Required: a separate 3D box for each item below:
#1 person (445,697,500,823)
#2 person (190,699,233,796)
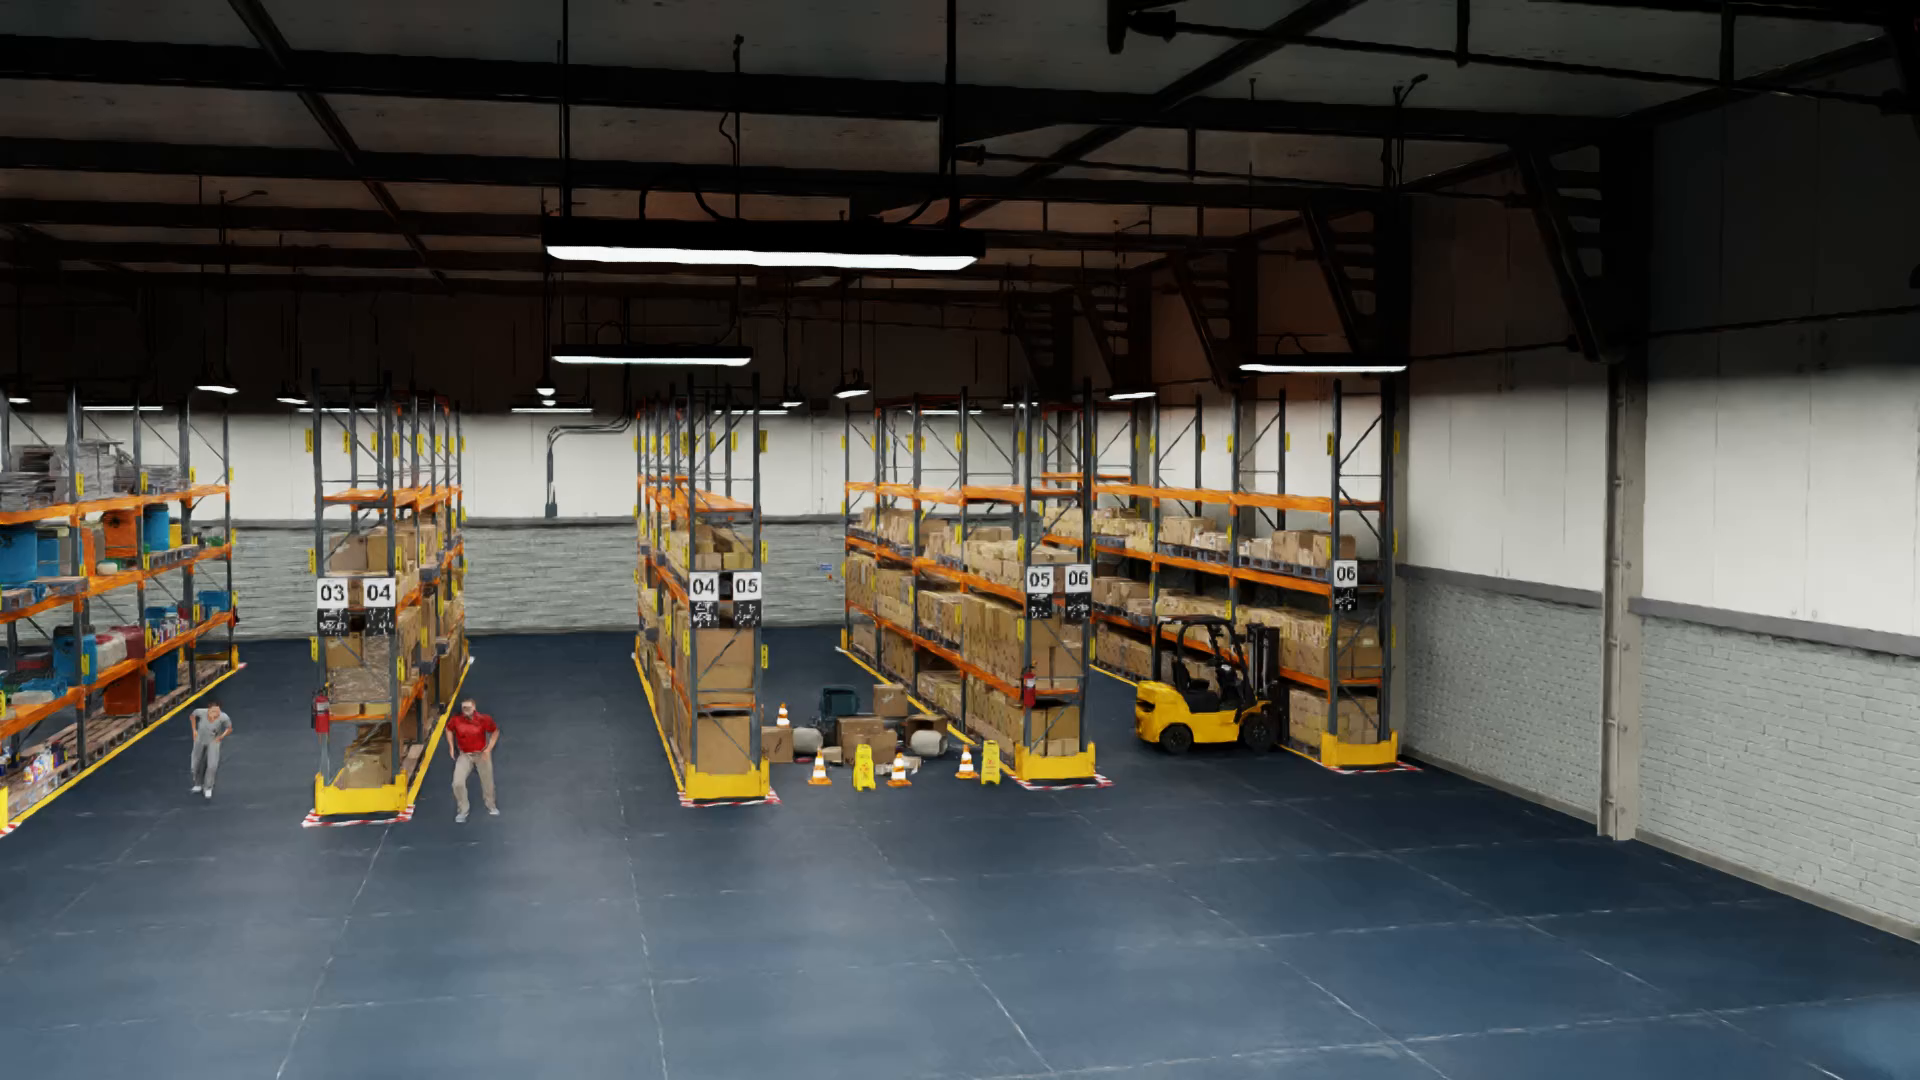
[{"bbox_3d":[-6.524,2.895,22.258,0.703,1.653,0.673,-1,3,-9],"label":"person"},{"bbox_3d":[-10.709,2.947,23.790,0.578,1.398,0.889,-1,3,-19],"label":"person"}]
